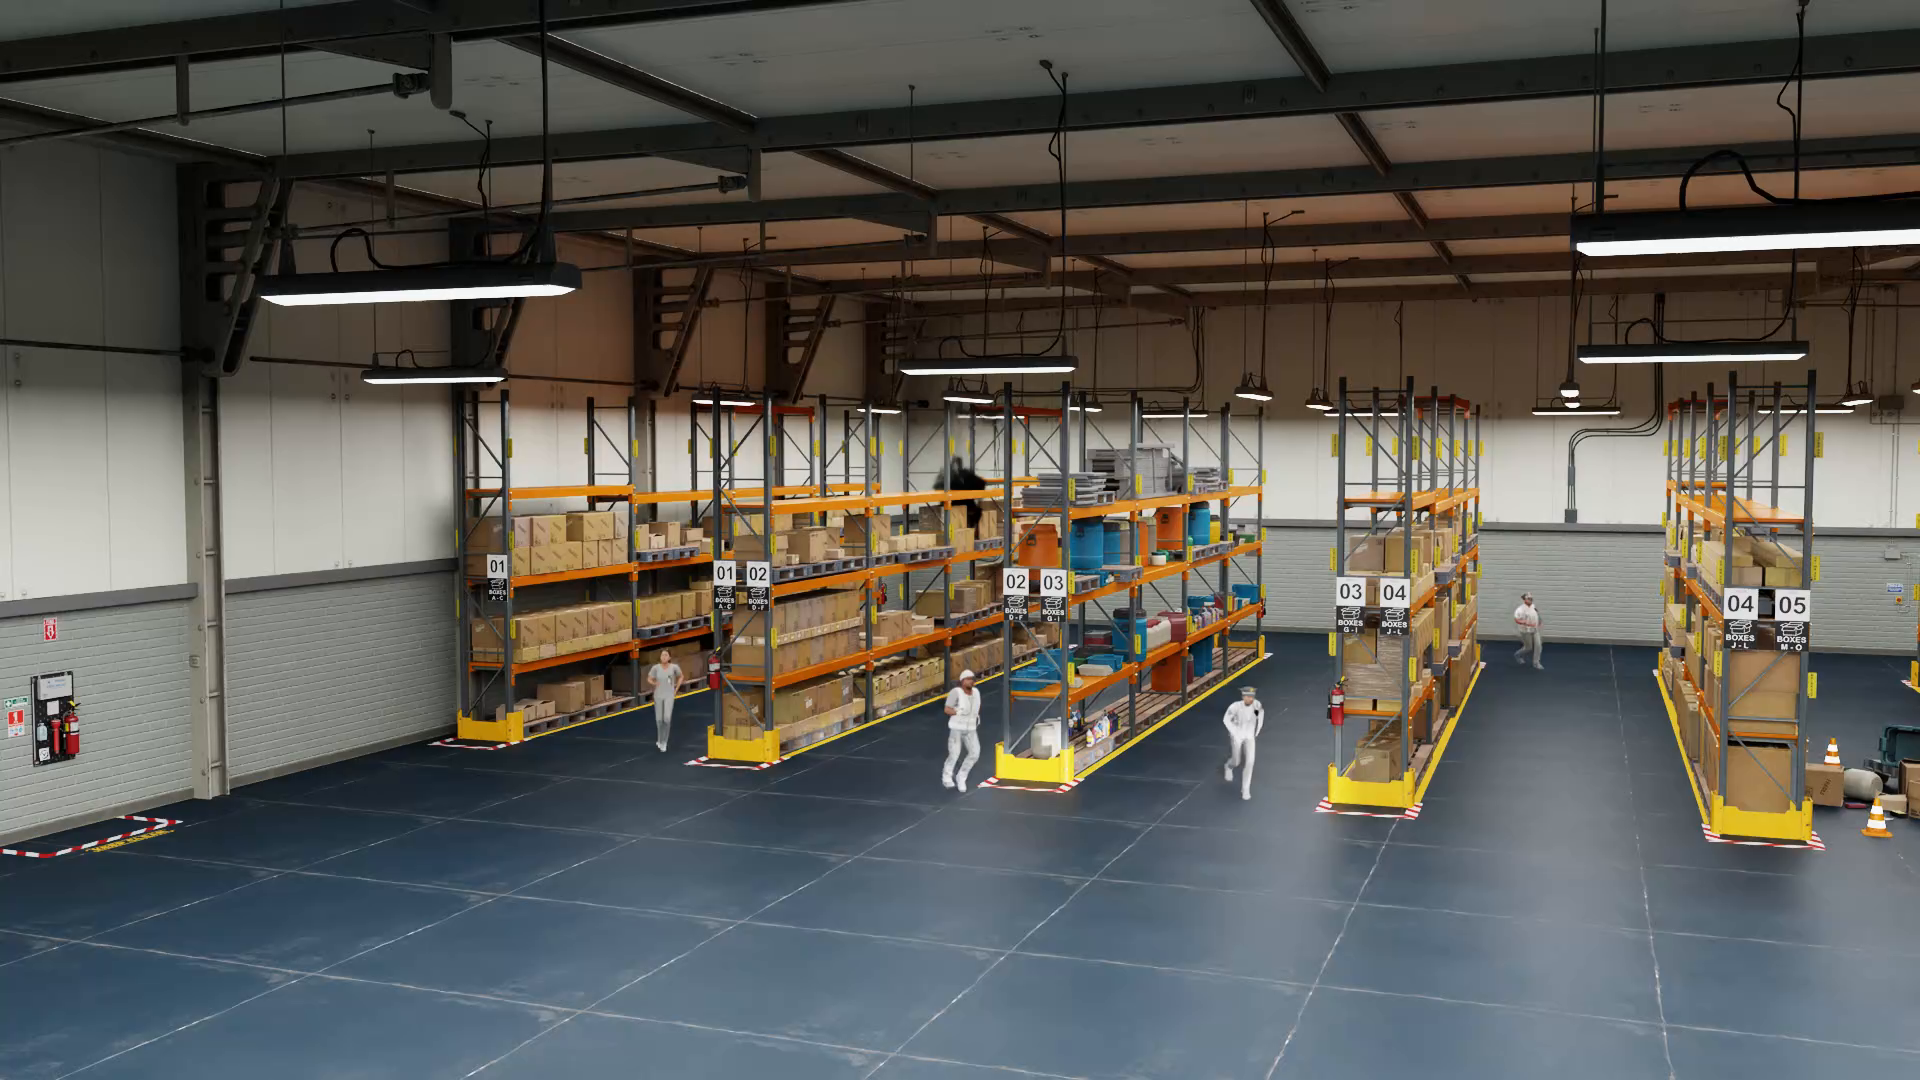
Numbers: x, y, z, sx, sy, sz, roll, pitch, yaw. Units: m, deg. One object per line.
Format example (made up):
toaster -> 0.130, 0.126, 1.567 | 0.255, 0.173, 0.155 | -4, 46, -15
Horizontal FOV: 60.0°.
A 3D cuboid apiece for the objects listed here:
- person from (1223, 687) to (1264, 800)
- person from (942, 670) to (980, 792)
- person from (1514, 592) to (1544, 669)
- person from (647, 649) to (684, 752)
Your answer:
person -> 4.076, 2.895, 24.139 | 0.640, 1.647, 0.950 | -1, 3, -14
person -> 0.089, 2.793, 24.293 | 0.681, 1.793, 0.695 | -2, 4, -27
person -> 12.939, 2.056, 37.998 | 0.705, 1.748, 0.791 | -2, 4, -29
person -> -4.899, 2.660, 27.617 | 0.577, 1.732, 0.681 | 0, 3, -1
